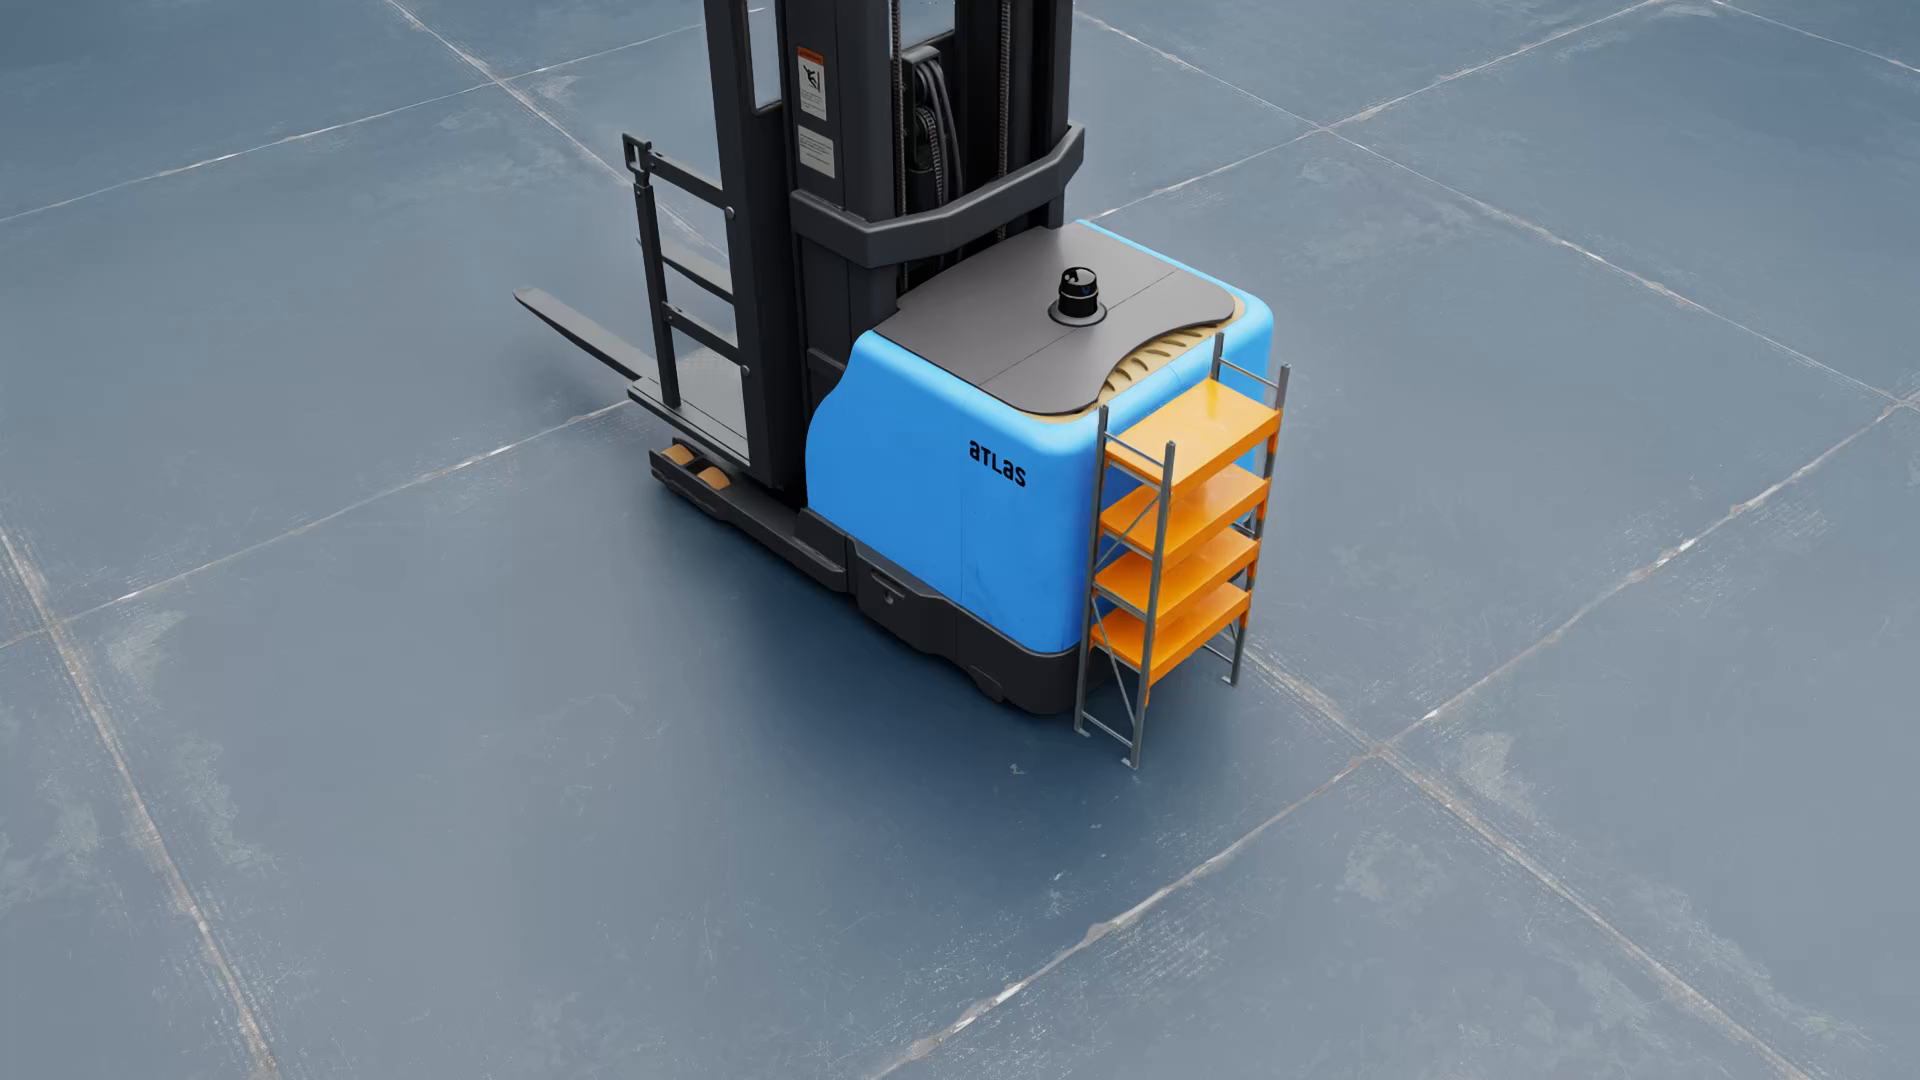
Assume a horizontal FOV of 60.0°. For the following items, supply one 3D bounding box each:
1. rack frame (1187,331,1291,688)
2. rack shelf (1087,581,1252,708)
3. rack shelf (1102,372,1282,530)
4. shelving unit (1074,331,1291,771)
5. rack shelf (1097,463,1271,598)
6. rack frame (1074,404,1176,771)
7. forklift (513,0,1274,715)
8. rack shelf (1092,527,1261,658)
[{"bbox_3d":[0.783,-0.056,4.869,0.240,1.200,0.015,32,49,32],"label":"rack frame"},{"bbox_3d":[0.610,0.259,4.904,0.258,0.148,0.480,32,49,32],"label":"rack shelf"},{"bbox_3d":[0.617,-0.246,4.481,0.258,0.148,0.480,32,49,32],"label":"rack shelf"},{"bbox_3d":[0.613,0.055,4.733,0.258,1.200,0.503,32,49,32],"label":"shelving unit"},{"bbox_3d":[0.614,-0.065,4.633,0.258,0.148,0.480,32,49,32],"label":"rack shelf"},{"bbox_3d":[0.443,0.166,4.598,0.240,1.200,0.015,32,49,32],"label":"rack frame"},{"bbox_3d":[-0.461,-1.432,5.184,3.031,2.935,1.130,32,49,33],"label":"forklift"},{"bbox_3d":[0.612,0.107,4.777,0.258,0.148,0.480,32,49,32],"label":"rack shelf"}]
